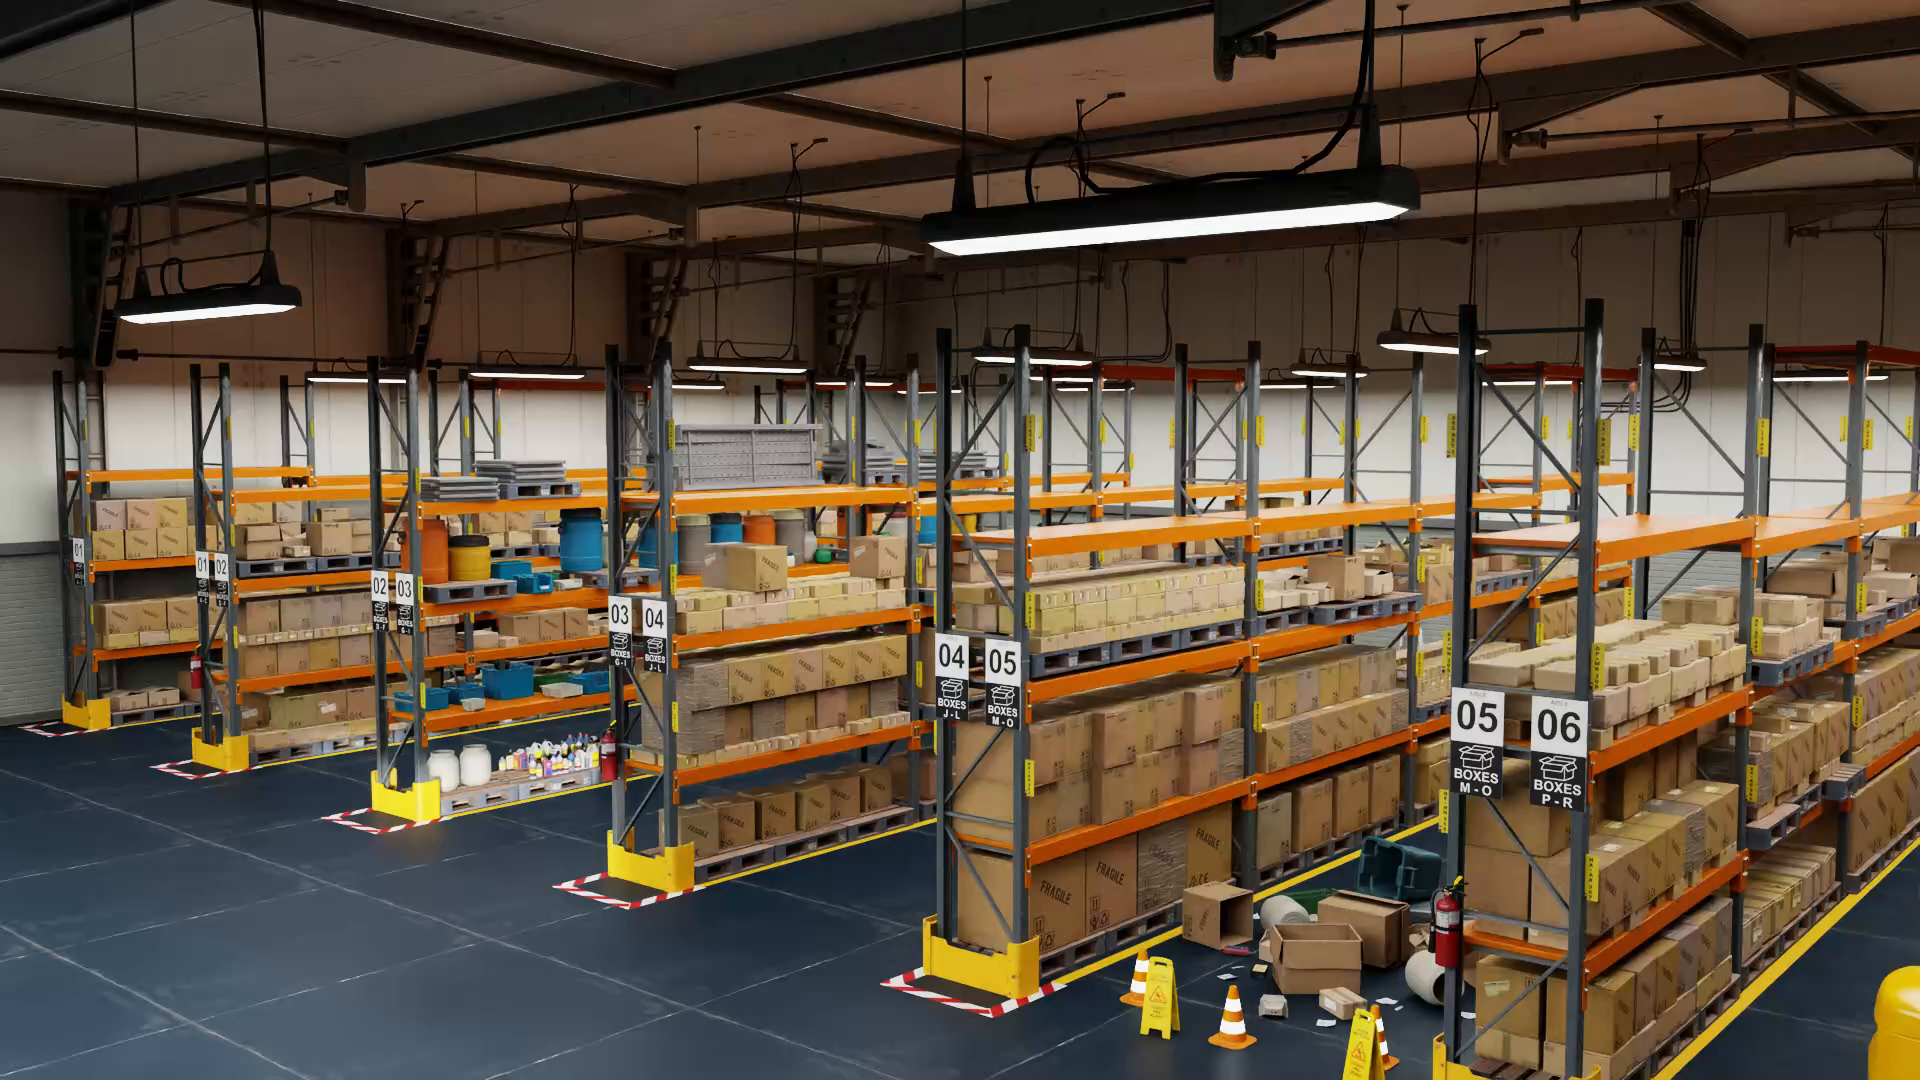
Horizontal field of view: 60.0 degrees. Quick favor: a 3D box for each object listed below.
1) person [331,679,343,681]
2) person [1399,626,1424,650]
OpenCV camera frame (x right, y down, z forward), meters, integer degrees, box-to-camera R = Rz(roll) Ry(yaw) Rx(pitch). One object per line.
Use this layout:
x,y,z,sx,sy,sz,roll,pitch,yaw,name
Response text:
-11.187,2.118,29.624,0.465,1.784,0.558,-1,4,-17,person
8.416,2.143,31.089,0.505,1.544,0.876,1,4,16,person
